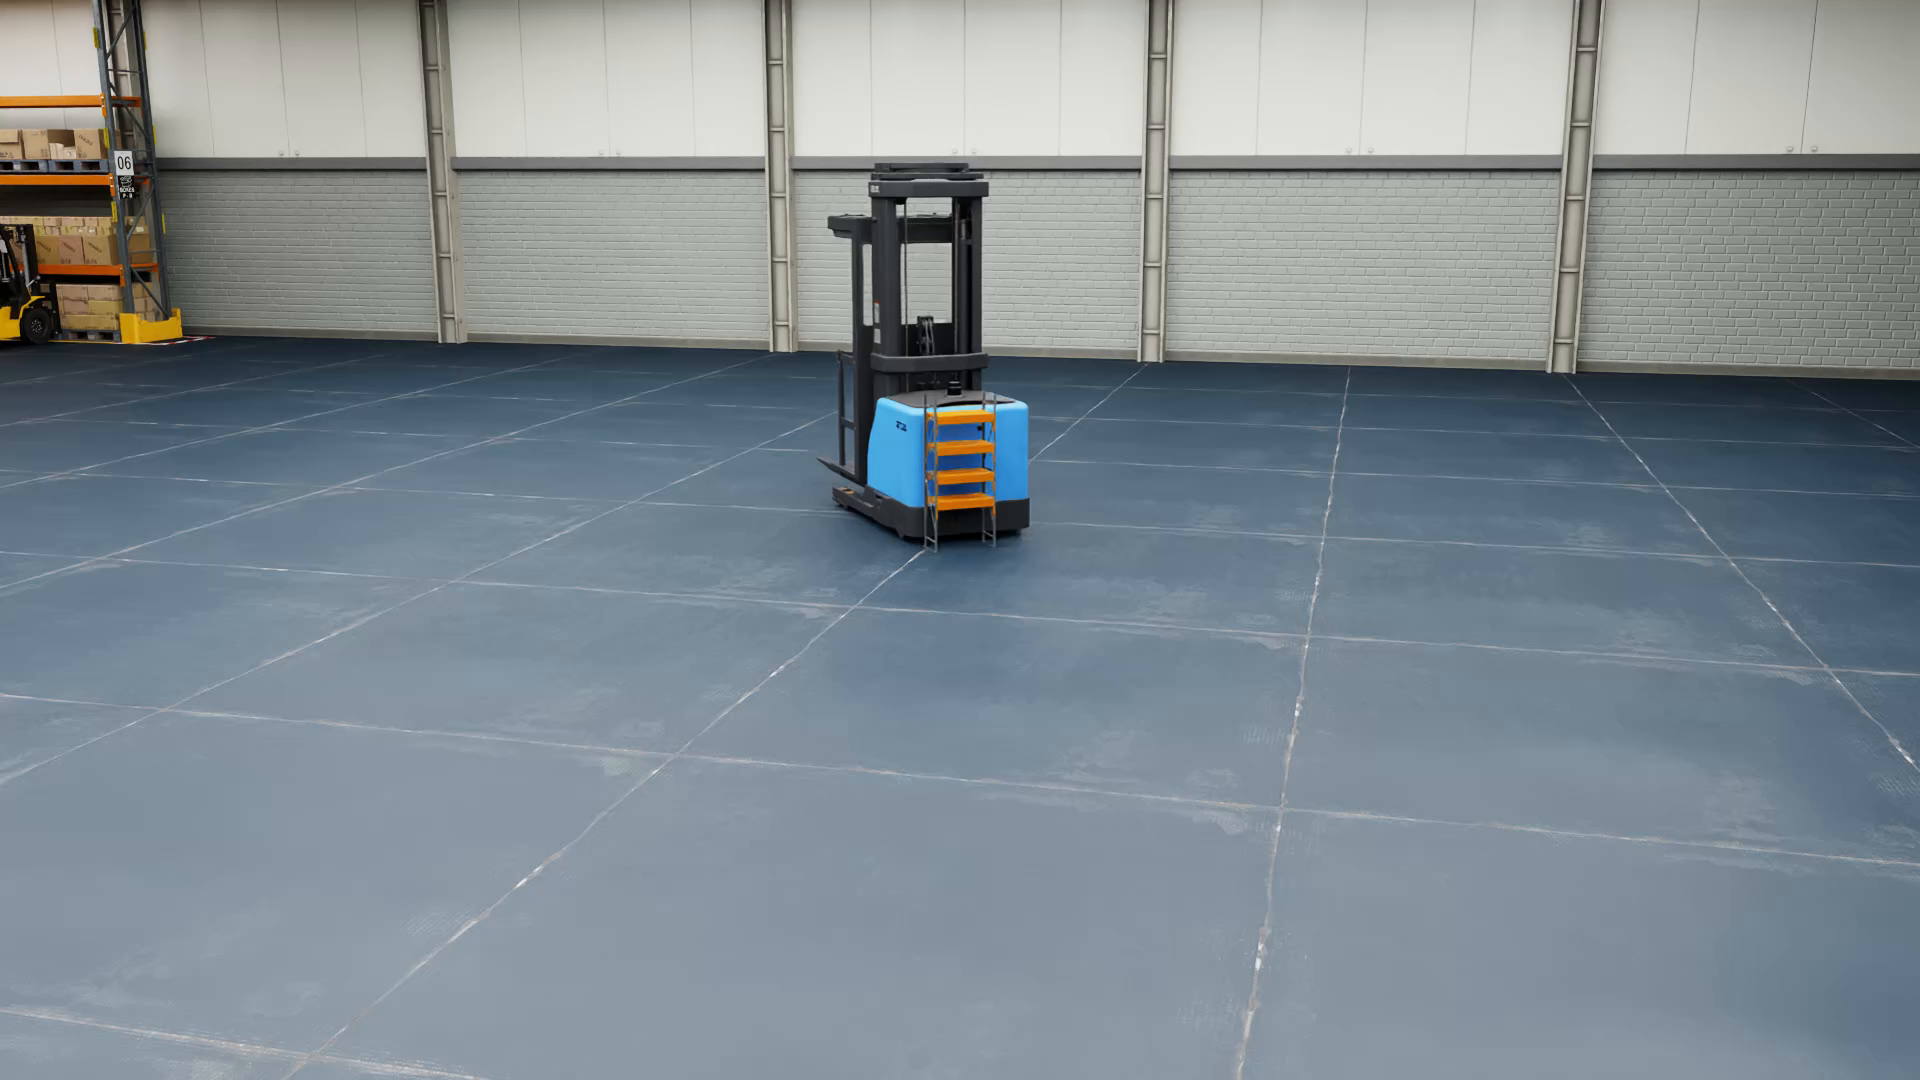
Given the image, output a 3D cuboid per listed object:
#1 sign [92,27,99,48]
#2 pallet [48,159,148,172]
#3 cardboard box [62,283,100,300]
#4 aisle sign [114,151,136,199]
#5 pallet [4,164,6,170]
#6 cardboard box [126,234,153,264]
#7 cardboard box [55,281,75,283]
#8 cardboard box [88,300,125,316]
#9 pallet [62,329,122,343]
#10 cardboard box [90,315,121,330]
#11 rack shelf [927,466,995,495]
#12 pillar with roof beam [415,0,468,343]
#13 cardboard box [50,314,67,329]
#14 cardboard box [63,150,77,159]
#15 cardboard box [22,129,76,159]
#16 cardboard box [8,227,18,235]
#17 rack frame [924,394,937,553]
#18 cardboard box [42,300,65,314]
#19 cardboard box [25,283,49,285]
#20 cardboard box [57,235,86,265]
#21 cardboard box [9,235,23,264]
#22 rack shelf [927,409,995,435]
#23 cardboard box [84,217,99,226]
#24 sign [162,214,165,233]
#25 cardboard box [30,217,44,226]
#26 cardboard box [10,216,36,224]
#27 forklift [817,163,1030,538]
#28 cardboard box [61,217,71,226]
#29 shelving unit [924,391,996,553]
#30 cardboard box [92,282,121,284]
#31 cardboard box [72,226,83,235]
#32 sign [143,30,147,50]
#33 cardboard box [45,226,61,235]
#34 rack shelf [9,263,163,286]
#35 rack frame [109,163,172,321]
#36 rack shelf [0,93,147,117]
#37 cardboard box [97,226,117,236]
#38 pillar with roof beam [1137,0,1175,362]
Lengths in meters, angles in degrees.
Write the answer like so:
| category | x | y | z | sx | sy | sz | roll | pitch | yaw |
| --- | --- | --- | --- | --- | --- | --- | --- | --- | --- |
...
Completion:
| category | x | y | z | sx | sy | sz | roll | pitch | yaw |
| --- | --- | --- | --- | --- | --- | --- | --- | --- | --- |
| sign | -14.201 | -8.255 | 27.324 | 0.005 | 0.325 | 0.100 | 3 | 13 | 14 |
| pallet | -14.738 | -6.408 | 28.469 | 1.213 | 0.211 | 1.003 | 3 | 13 | 14 |
| cardboard box | -15.076 | -4.279 | 28.664 | 0.500 | 0.250 | 0.500 | 3 | 13 | 15 |
| aisle sign | -14.064 | -6.148 | 28.019 | 0.004 | 0.787 | 0.394 | 3 | 13 | 14 |
| pallet | -17.107 | -6.534 | 29.040 | 1.213 | 0.211 | 1.003 | 3 | 13 | 14 |
| cardboard box | -14.472 | -5.077 | 28.963 | 0.500 | 0.500 | 0.500 | 3 | 13 | 15 |
| cardboard box | -15.943 | -4.441 | 29.397 | 0.500 | 0.250 | 0.500 | 3 | 13 | 12 |
| cardboard box | -14.605 | -4.011 | 28.610 | 0.500 | 0.250 | 0.500 | 3 | 13 | 13 |
| pallet | -14.810 | -3.614 | 29.035 | 1.213 | 0.211 | 1.003 | 3 | 13 | 14 |
| cardboard box | -14.589 | -3.765 | 28.657 | 0.500 | 0.250 | 0.500 | 3 | 13 | 14 |
| rack shelf | 0.000 | -0.462 | 12.855 | 0.480 | 0.148 | 0.258 | -5 | 14 | -22 |
| pillar with roof beam | -9.724 | -6.882 | 23.478 | 0.400 | 9.000 | 9.100 | 3 | 13 | 14 |
| cardboard box | -15.553 | -3.821 | 28.908 | 0.500 | 0.250 | 0.500 | 3 | 13 | 14 |
| cardboard box | -14.935 | -6.519 | 28.146 | 0.250 | 0.149 | 0.380 | 3 | 13 | 12 |
| cardboard box | -15.516 | -6.757 | 28.409 | 0.500 | 0.500 | 0.700 | 3 | 13 | 14 |
| cardboard box | -16.198 | -5.361 | 28.744 | 0.250 | 0.149 | 0.380 | 3 | 13 | 12 |
| rack frame | -0.226 | -0.507 | 12.750 | 0.015 | 1.200 | 0.240 | -5 | 14 | -22 |
| cardboard box | -15.595 | -4.061 | 28.838 | 0.500 | 0.250 | 0.500 | 3 | 13 | 12 |
| cardboard box | -16.059 | -4.331 | 28.899 | 0.500 | 0.250 | 0.500 | 3 | 13 | 12 |
| cardboard box | -15.100 | -4.992 | 28.580 | 0.500 | 0.500 | 0.500 | 3 | 13 | 15 |
| cardboard box | -16.088 | -5.043 | 28.806 | 0.500 | 0.500 | 0.500 | 3 | 13 | 14 |
| rack shelf | 0.000 | -0.911 | 12.755 | 0.480 | 0.148 | 0.258 | -5 | 14 | -22 |
| cardboard box | -14.703 | -5.436 | 28.393 | 0.250 | 0.149 | 0.380 | 3 | 13 | 14 |
| sign | -13.919 | -5.522 | 29.017 | 0.005 | 0.325 | 0.100 | 3 | 13 | 14 |
| cardboard box | -15.719 | -5.475 | 28.568 | 0.250 | 0.149 | 0.380 | 3 | 13 | 15 |
| cardboard box | -16.187 | -5.524 | 28.793 | 0.250 | 0.149 | 0.380 | 3 | 13 | 14 |
| forklift | -0.469 | -1.720 | 14.220 | 1.130 | 2.935 | 3.031 | -5 | 13 | -22 |
| cardboard box | -15.187 | -5.472 | 28.557 | 0.250 | 0.149 | 0.380 | 3 | 13 | 14 |
| shelving unit | 0.000 | -0.527 | 12.840 | 0.503 | 1.200 | 0.258 | -5 | 14 | -22 |
| cardboard box | -14.965 | -4.385 | 29.144 | 0.500 | 0.250 | 0.500 | 3 | 13 | 14 |
| cardboard box | -14.954 | -5.302 | 28.479 | 0.250 | 0.149 | 0.380 | 3 | 13 | 15 |
| sign | -13.918 | -8.523 | 28.351 | 0.005 | 0.325 | 0.100 | 3 | 13 | 14 |
| cardboard box | -15.462 | -5.322 | 28.565 | 0.250 | 0.149 | 0.380 | 3 | 13 | 12 |
| rack shelf | -15.999 | -4.697 | 29.140 | 4.000 | 0.370 | 1.077 | 3 | 13 | 14 |
| rack frame | -14.057 | -4.944 | 28.594 | 0.127 | 3.000 | 1.000 | 3 | 13 | 14 |
| rack shelf | -15.999 | -7.431 | 28.534 | 4.000 | 0.370 | 1.077 | 3 | 13 | 14 |
| cardboard box | -14.461 | -5.269 | 28.329 | 0.250 | 0.149 | 0.380 | 3 | 13 | 14 |
| pillar with roof beam | 1.927 | -6.259 | 20.671 | 0.400 | 9.000 | 9.100 | 3 | 13 | 14 |
